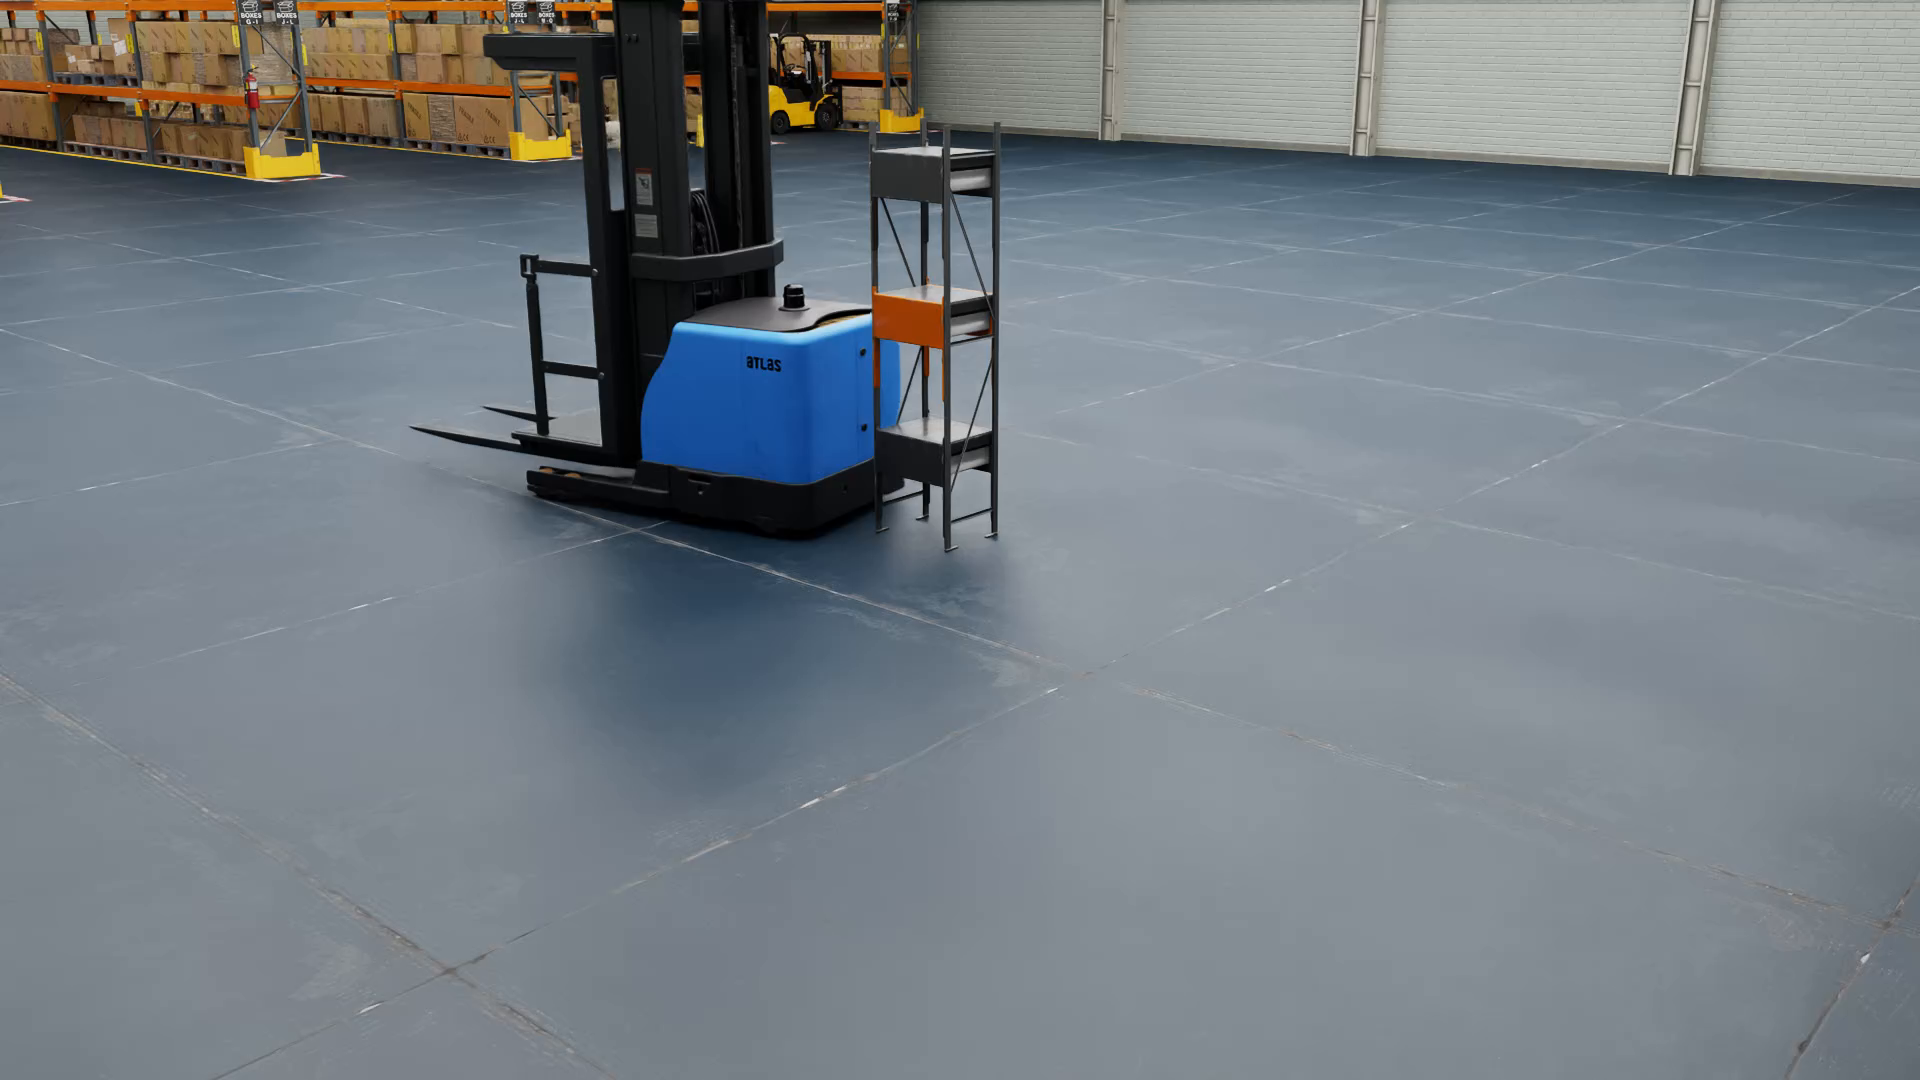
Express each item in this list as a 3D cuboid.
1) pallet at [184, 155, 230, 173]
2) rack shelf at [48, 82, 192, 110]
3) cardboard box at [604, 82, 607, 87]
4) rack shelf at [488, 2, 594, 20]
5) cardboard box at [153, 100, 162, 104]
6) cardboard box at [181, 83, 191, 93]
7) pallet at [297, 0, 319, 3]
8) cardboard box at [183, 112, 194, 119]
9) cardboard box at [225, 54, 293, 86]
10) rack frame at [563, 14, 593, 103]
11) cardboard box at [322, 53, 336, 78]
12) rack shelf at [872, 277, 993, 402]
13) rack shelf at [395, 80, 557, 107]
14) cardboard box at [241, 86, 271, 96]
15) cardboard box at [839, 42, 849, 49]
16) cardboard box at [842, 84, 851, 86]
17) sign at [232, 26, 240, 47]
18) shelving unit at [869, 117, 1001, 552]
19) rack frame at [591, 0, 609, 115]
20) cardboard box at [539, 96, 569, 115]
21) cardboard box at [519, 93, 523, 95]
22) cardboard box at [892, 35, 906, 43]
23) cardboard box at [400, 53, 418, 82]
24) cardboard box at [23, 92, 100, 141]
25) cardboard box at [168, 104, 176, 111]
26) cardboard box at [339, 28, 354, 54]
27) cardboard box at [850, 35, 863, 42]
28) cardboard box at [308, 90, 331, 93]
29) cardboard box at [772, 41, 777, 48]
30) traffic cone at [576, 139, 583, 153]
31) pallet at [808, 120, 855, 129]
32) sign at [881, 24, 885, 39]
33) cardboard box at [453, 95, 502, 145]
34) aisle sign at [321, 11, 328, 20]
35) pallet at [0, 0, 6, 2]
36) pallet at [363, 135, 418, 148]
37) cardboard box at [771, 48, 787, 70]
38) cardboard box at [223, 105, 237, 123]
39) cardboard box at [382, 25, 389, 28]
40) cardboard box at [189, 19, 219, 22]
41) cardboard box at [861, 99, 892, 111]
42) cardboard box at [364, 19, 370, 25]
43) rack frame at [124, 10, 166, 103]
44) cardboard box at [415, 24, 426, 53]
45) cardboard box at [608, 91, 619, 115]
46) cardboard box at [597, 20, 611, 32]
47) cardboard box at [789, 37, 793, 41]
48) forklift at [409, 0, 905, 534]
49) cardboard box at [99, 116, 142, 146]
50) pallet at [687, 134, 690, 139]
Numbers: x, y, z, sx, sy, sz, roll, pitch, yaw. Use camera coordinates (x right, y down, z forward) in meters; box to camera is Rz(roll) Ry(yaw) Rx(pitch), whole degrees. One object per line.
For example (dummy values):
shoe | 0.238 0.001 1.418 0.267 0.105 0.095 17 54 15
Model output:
pallet | -12.772 -6.593 29.037 1.213 0.211 1.003 15 23 39
rack shelf | -15.710 -8.353 31.161 4.000 0.370 1.077 15 23 39
cardboard box | -9.402 -12.254 44.631 0.250 0.149 0.380 15 23 39
rack shelf | -9.132 -12.024 37.772 4.000 0.370 1.077 15 23 39
cardboard box | -19.266 -10.640 40.216 0.250 0.149 0.380 15 23 39
cardboard box | -13.122 -7.765 28.535 0.250 0.149 0.380 15 23 39
pallet | -13.321 -11.421 34.995 1.003 0.211 1.213 16 24 42
cardboard box | -18.123 -10.053 39.348 0.250 0.149 0.380 15 23 39
cardboard box | -11.616 -7.797 27.564 0.500 0.500 0.875 15 23 39
rack frame | -10.328 -13.266 45.454 0.127 3.000 1.000 15 23 39
cardboard box | -12.922 -9.893 34.659 0.500 0.500 0.500 15 23 39
rack shelf | -0.124 -1.021 8.403 0.480 0.518 0.431 15 23 39
rack shelf | -9.350 -8.651 32.102 4.000 0.370 1.077 15 23 39
cardboard box | -11.573 -7.382 27.327 0.250 0.149 0.380 15 23 39
cardboard box | -2.571 -11.426 38.417 0.250 0.149 0.380 14 22 38
cardboard box | -2.708 -10.669 39.469 0.500 0.250 0.500 14 23 38
sign | -11.606 -8.072 26.650 0.005 0.325 0.100 15 23 39
shelving unit | -0.124 -1.034 8.399 0.503 2.100 0.431 15 23 39
rack frame | -7.636 -10.536 36.852 0.127 3.000 1.000 15 23 39
cardboard box | -8.795 -9.297 35.827 0.500 0.500 0.500 15 23 39
cardboard box | -11.089 -10.684 40.137 0.875 0.875 0.875 15 23 39
cardboard box | -1.462 -11.471 38.069 0.250 0.149 0.380 14 23 38
cardboard box | -10.562 -9.396 33.011 0.550 0.550 0.875 15 23 39
cardboard box | -17.708 -8.428 33.027 0.875 0.875 1.225 14 22 37
cardboard box | -18.810 -10.420 40.014 0.250 0.149 0.380 14 22 37
cardboard box | -12.362 -10.325 34.367 0.500 0.500 0.700 15 23 39
cardboard box | -2.316 -11.535 38.271 0.250 0.149 0.380 15 23 40
cardboard box | -14.193 -9.758 36.600 0.500 0.250 0.500 14 22 37
cardboard box | -4.280 -11.893 39.890 0.250 0.149 0.380 15 23 38
traffic cone | -7.309 -7.811 32.460 0.334 0.463 0.336 15 23 39
pallet | -2.861 -9.917 39.510 1.213 0.211 1.003 15 23 39
sign | -1.723 -11.402 37.273 0.005 0.325 0.100 15 23 39
cardboard box | -9.065 -8.078 31.923 0.875 0.875 0.875 15 23 38
aisle sign | -16.858 -14.133 43.889 0.004 0.787 0.394 15 23 39
pallet | -18.561 -10.778 32.967 1.213 0.211 1.003 16 24 42
pallet | -11.473 -8.205 34.115 1.213 0.211 1.003 15 23 39
cardboard box | -4.186 -11.559 39.911 0.500 0.500 0.500 14 22 38
cardboard box | -16.453 -9.802 37.978 0.500 0.500 0.500 16 24 41
cardboard box | -14.156 -12.699 41.848 0.500 0.500 0.500 15 23 39
cardboard box | -17.361 -11.701 38.214 0.500 0.500 0.500 14 22 37
cardboard box | -1.924 -10.012 38.224 0.500 0.250 0.500 15 23 39
cardboard box | -14.976 -13.237 42.470 0.250 0.149 0.380 14 23 38
rack frame | -19.822 -11.805 40.851 0.127 3.000 1.000 15 23 39
cardboard box | -10.105 -9.816 32.550 0.550 0.550 0.875 15 23 39
cardboard box | -7.374 -9.604 36.525 0.500 0.500 0.500 16 24 42
cardboard box | -7.451 -11.065 36.207 0.500 0.500 0.700 15 23 39
cardboard box | -3.851 -11.946 39.565 0.250 0.149 0.380 14 23 38
forklift | -1.848 -1.733 9.226 3.031 2.935 1.130 10 20 28
cardboard box | -15.840 -7.765 31.524 0.700 0.500 0.500 -16 24 -41
pallet | -6.194 -8.835 36.102 1.213 0.211 1.003 15 23 39
